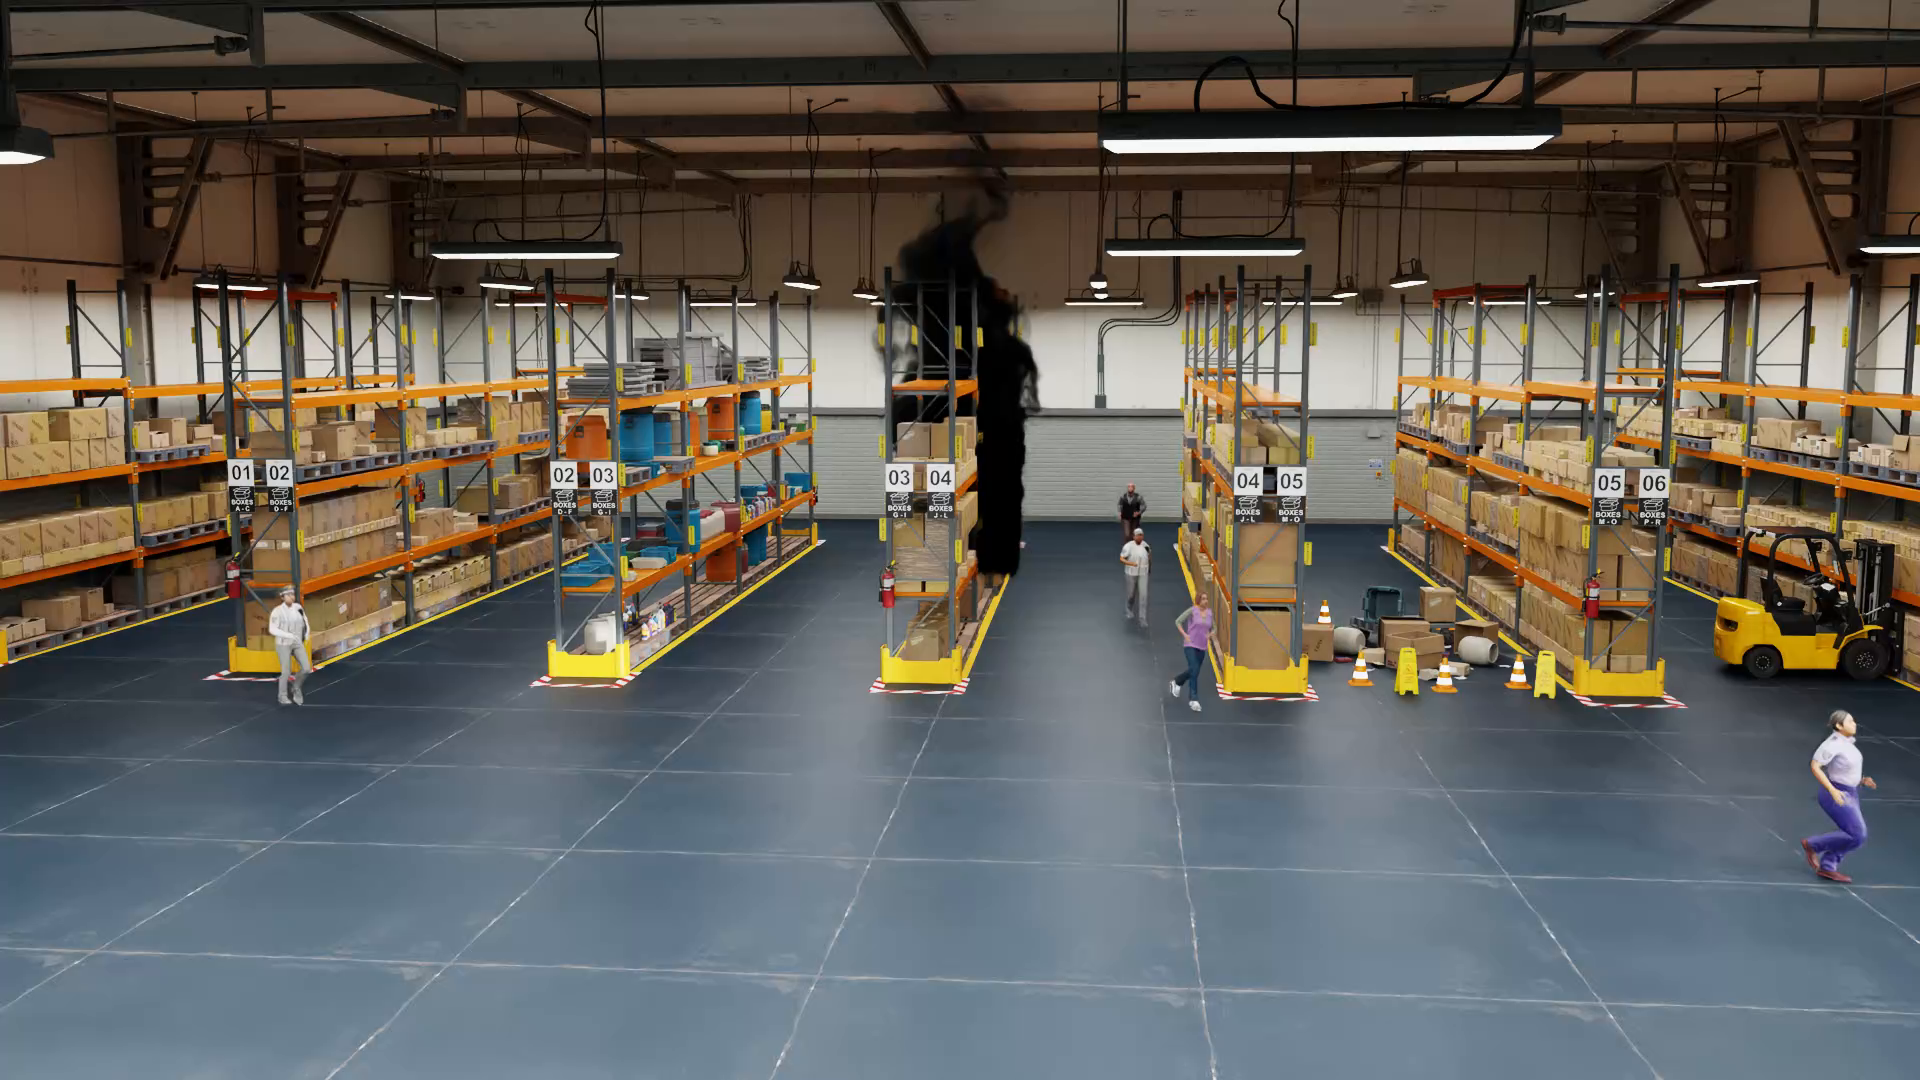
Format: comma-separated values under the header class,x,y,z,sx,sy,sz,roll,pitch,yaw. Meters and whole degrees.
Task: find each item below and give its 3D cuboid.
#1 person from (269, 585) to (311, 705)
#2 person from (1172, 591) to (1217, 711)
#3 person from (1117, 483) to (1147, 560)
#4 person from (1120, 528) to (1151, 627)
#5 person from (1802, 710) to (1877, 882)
class,x,y,z,sx,sy,sz,roll,pitch,yaw
person,-9.070,1.434,22.621,0.639,1.686,0.644,6,9,39
person,3.234,1.481,22.772,0.575,1.584,0.798,-3,7,-21
person,3.902,-0.439,37.821,0.674,1.742,0.845,1,7,8
person,3.093,0.630,29.213,0.598,1.697,0.851,0,7,-4
person,8.121,2.362,15.330,0.547,1.603,0.605,6,9,40
